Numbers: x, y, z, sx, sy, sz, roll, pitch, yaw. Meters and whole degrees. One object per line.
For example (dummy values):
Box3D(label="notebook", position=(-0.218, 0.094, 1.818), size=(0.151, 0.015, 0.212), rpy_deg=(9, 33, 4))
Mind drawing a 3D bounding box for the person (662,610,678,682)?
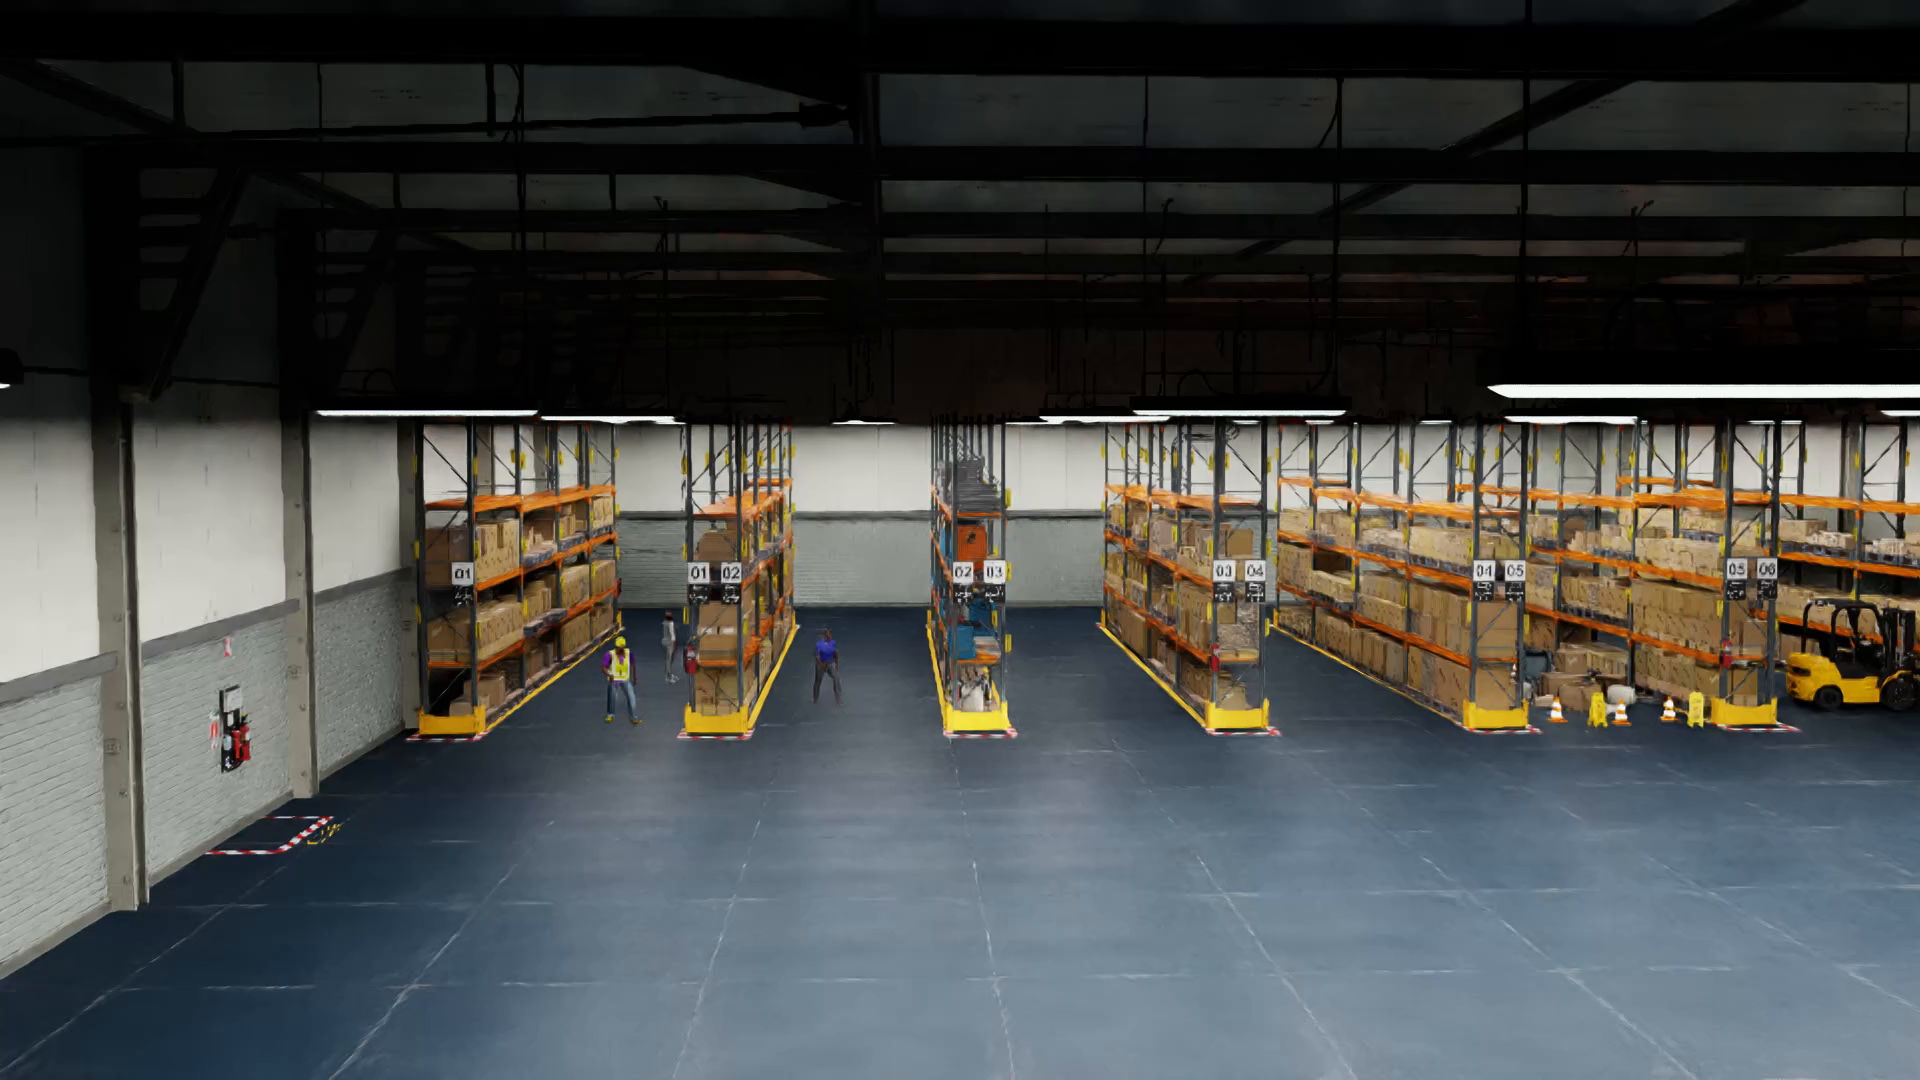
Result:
Box3D(label="person", position=(-6.506, 2.369, 37.381), size=(0.405, 1.600, 0.468), rpy_deg=(-3, 5, -34))

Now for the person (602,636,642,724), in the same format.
Box3D(label="person", position=(-6.552, 2.684, 32.031), size=(0.714, 1.697, 0.823), rpy_deg=(-1, 4, -20))

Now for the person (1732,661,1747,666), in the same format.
Box3D(label="person", position=(16.639, 2.394, 35.525), size=(0.442, 1.792, 0.606), rpy_deg=(-3, 5, -34))

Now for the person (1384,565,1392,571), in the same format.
Box3D(label="person", position=(12.952, 1.495, 49.992), size=(0.681, 1.658, 0.496), rpy_deg=(-2, 5, -31))

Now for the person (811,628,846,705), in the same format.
Box3D(label="person", position=(-2.740, 2.588, 34.246), size=(0.617, 1.590, 0.812), rpy_deg=(-1, 4, -21))
